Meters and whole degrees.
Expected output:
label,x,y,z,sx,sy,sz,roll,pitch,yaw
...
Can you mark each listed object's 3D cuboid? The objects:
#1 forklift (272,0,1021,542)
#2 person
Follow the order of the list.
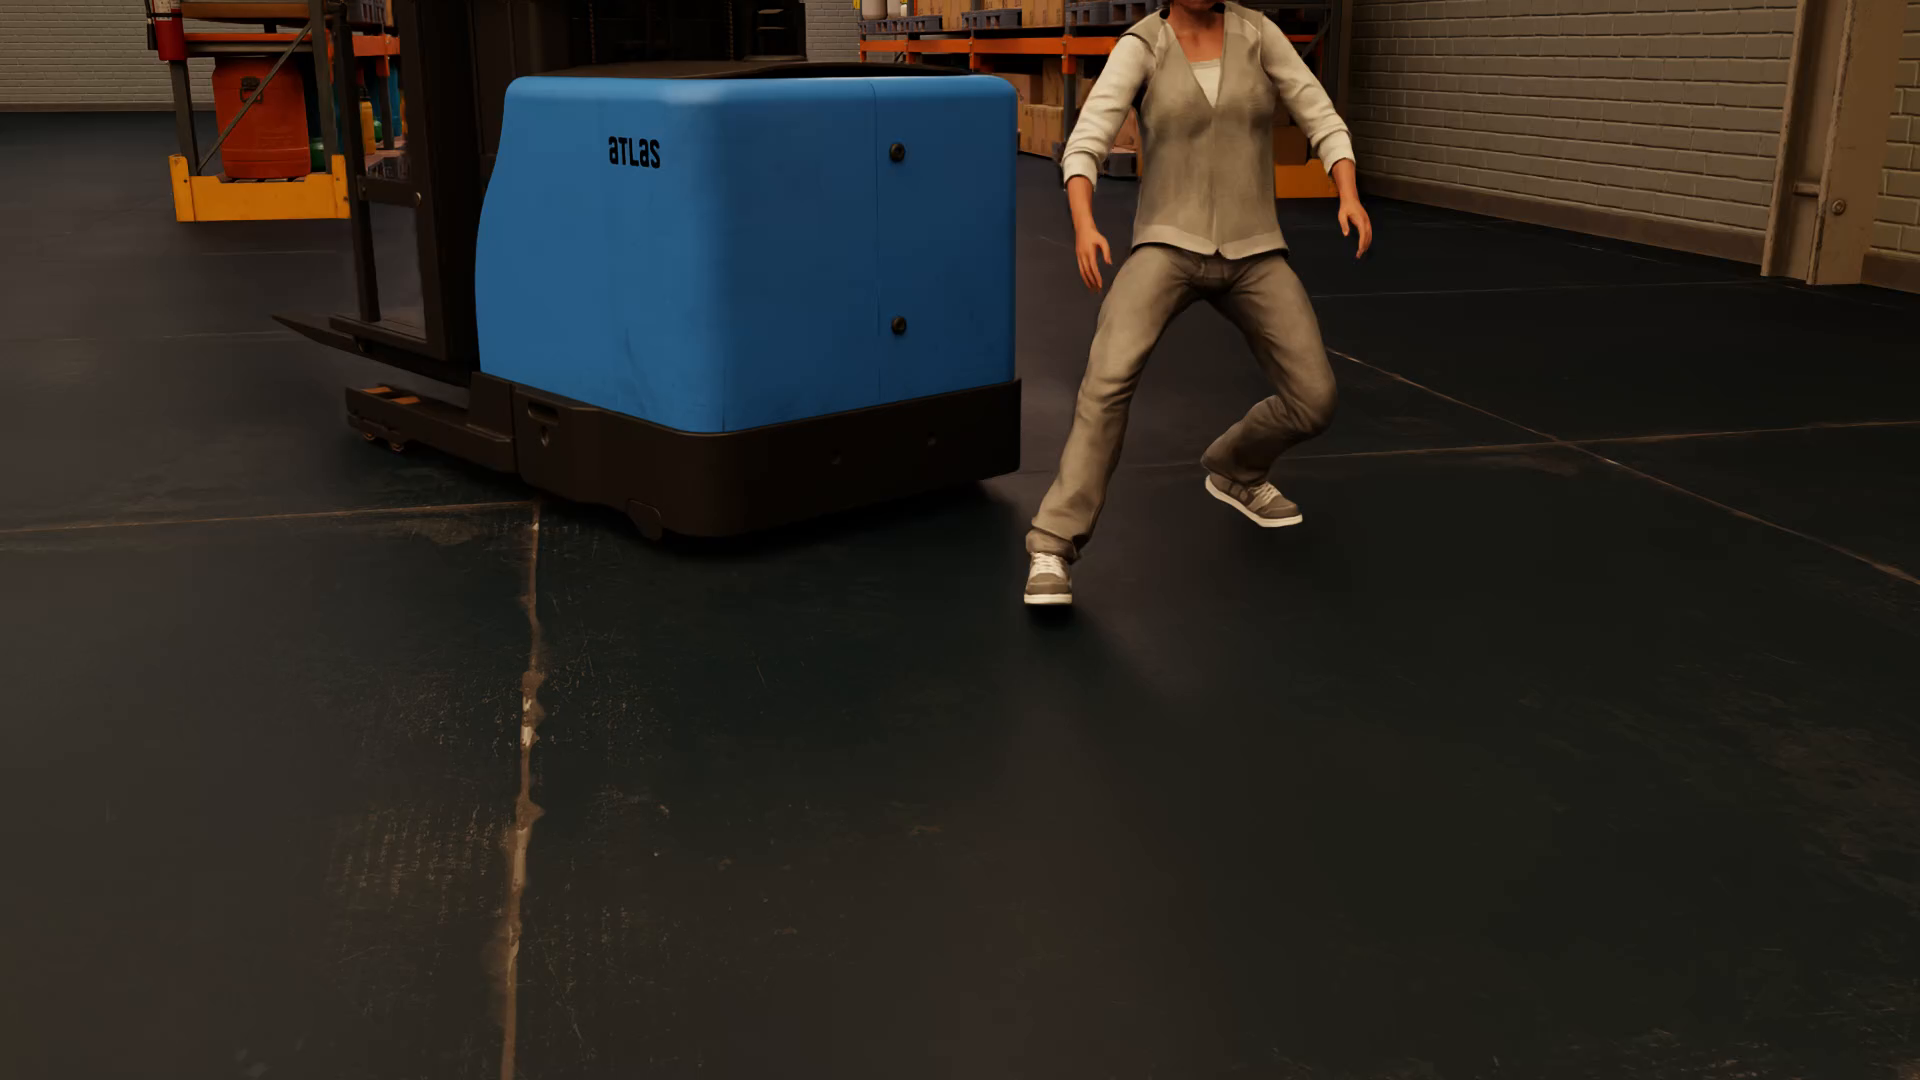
label,x,y,z,sx,sy,sz,roll,pitch,yaw
forklift,-1.204,-1.747,4.752,1.130,2.935,3.031,-15,22,-40
person,0.493,-0.618,3.577,0.750,1.418,0.734,-1,17,-3
